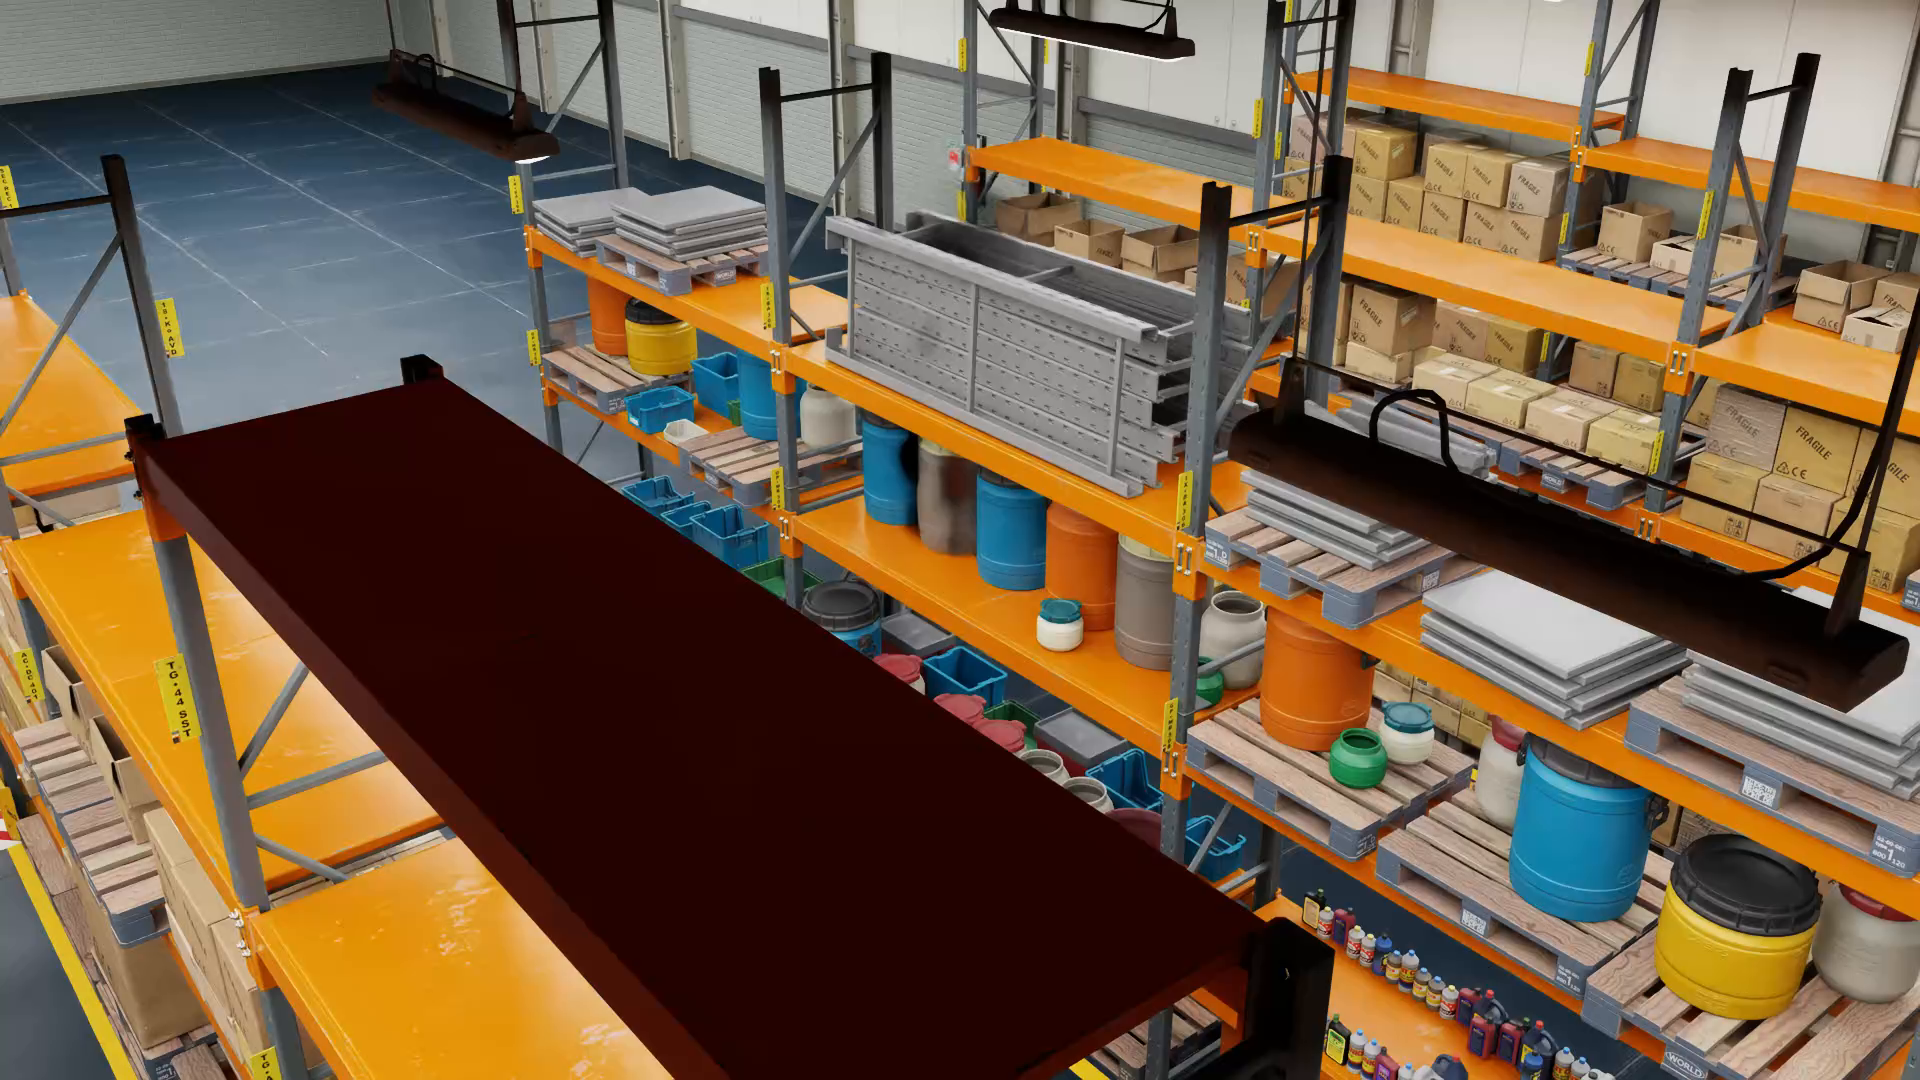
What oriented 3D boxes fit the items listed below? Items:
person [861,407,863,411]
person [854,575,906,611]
[{"bbox_3d":[-1.481,-2.151,20.842,0.789,1.709,0.683,-7,27,-15],"label":"person"},{"bbox_3d":[-0.695,0.400,15.395,0.695,1.819,0.801,-16,30,-30],"label":"person"}]
